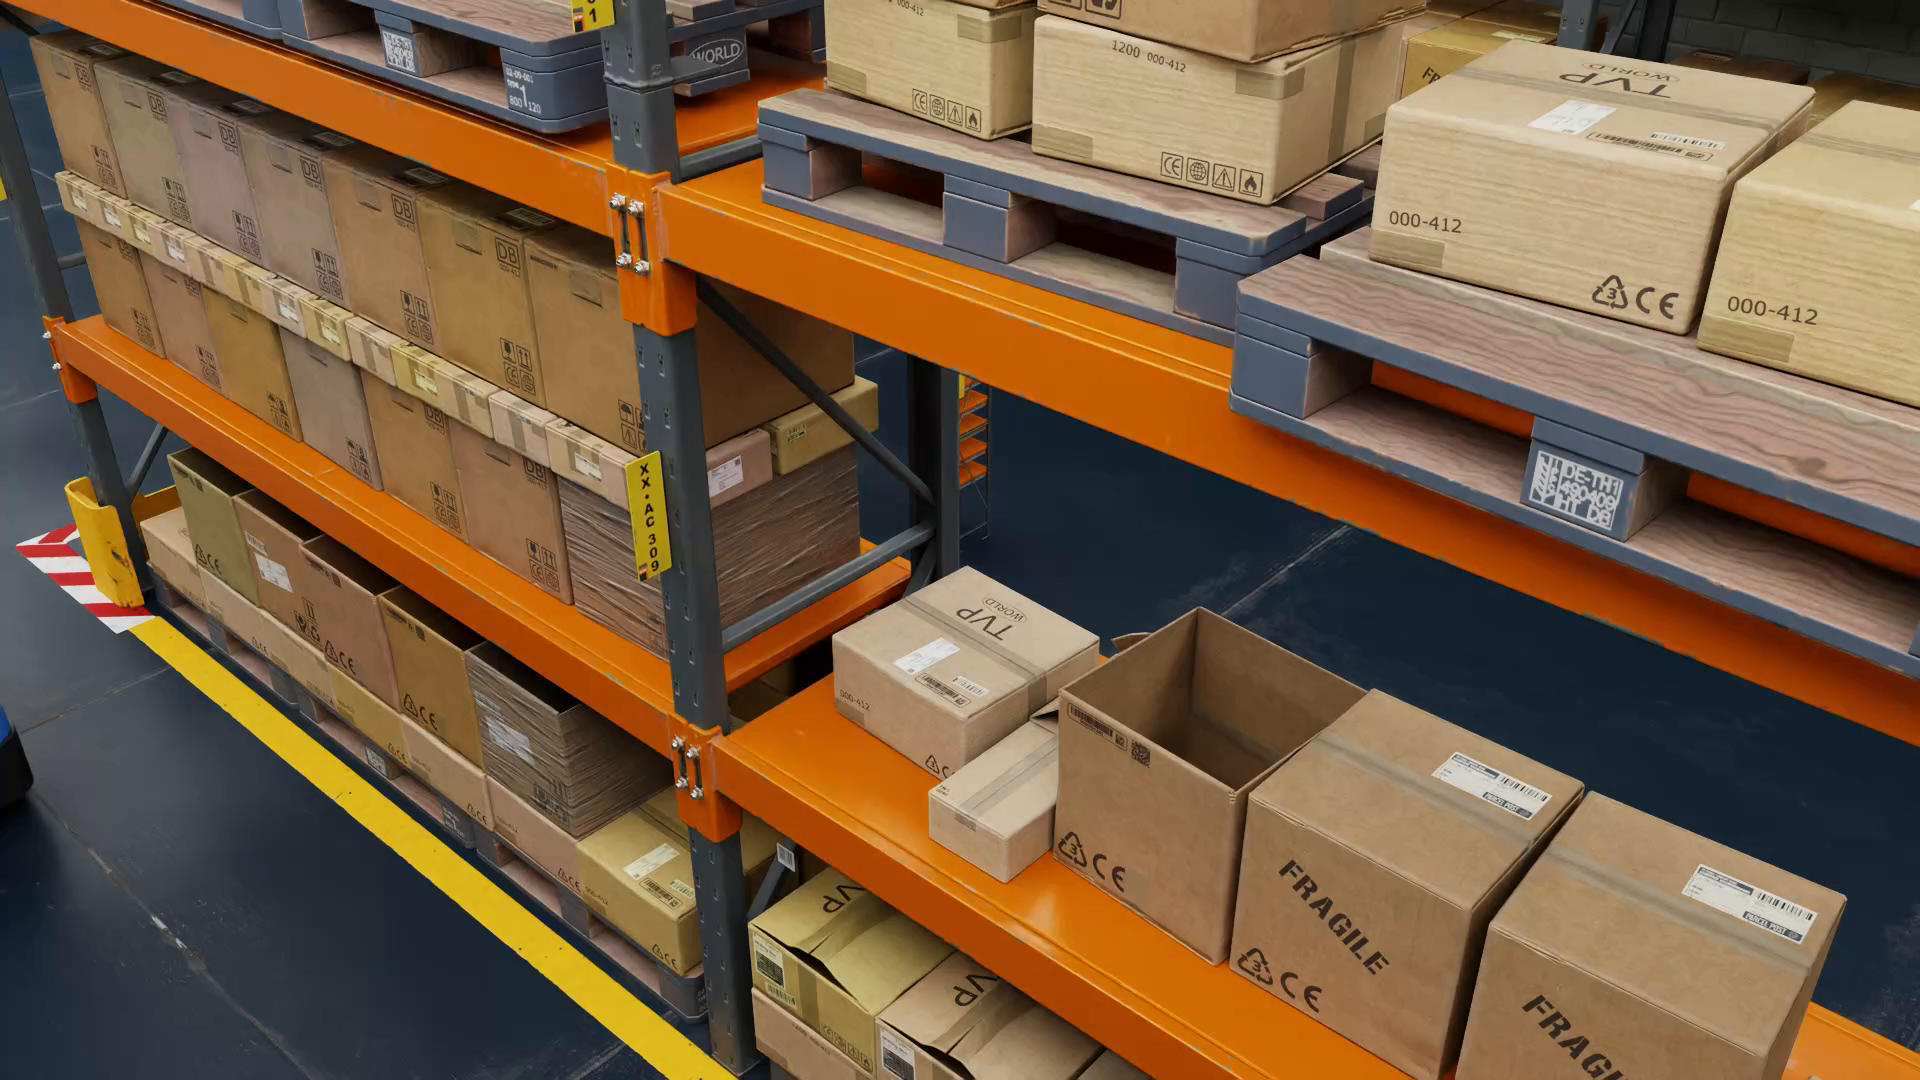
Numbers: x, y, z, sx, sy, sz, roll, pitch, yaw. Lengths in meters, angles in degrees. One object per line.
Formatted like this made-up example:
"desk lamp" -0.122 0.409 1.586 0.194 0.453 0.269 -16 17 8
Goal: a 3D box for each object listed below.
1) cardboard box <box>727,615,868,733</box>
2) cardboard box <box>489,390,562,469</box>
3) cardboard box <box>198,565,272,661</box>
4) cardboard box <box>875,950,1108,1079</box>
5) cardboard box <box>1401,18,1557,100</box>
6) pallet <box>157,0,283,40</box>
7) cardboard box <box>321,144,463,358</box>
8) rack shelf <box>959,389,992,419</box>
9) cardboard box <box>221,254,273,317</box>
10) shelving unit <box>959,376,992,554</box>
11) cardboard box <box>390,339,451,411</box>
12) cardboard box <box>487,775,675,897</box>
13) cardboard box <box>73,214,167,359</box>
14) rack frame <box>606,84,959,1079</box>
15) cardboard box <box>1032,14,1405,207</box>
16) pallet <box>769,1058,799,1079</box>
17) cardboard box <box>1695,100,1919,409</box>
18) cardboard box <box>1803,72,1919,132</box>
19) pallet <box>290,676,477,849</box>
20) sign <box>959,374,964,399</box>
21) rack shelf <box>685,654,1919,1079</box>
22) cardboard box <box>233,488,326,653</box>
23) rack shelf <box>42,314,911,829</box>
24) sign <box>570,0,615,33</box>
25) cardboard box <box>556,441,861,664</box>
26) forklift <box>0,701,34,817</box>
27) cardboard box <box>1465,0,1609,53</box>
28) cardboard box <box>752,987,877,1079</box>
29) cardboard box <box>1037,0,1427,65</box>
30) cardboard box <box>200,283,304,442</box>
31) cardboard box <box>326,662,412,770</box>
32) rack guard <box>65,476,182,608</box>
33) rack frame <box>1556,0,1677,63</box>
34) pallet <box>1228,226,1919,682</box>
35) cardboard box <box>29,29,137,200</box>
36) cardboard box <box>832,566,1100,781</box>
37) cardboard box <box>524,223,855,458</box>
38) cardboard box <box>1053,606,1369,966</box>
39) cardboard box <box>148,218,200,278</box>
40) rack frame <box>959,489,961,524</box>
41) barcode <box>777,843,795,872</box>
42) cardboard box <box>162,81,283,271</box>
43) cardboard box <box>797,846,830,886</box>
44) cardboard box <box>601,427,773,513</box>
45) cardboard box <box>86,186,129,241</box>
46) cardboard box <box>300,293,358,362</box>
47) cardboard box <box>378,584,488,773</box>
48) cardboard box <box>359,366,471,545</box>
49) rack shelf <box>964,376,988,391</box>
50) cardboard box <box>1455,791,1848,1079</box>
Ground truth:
"cardboard box" -0.513 0.534 5.487 0.500 0.500 0.500 25 39 35
"cardboard box" -1.103 -0.372 4.733 0.250 0.149 0.380 24 38 34
"cardboard box" -2.724 0.193 6.780 0.500 0.250 0.500 25 39 35
"cardboard box" 0.127 1.309 4.383 0.500 0.311 0.500 25 39 35
"cardboard box" 2.384 -2.069 7.678 0.500 0.500 0.500 25 39 35
"pallet" -1.930 -1.818 5.038 1.213 0.211 1.003 25 39 35
"cardboard box" -1.459 -0.961 5.083 0.500 0.500 0.700 25 39 35
"rack shelf" -0.011 -0.584 7.410 0.180 0.103 0.258 25 39 35
"cardboard box" -2.243 -0.905 5.619 0.250 0.149 0.380 24 39 35
"shelving unit" -0.011 -0.519 7.449 0.189 1.200 0.258 25 39 35
"cardboard box" -1.478 -0.549 5.027 0.250 0.149 0.380 25 39 35
"cardboard box" -1.234 0.882 5.636 0.500 0.250 0.500 25 39 35
"cardboard box" -3.008 -1.124 6.611 0.500 0.500 0.700 25 39 35
"rack frame" -0.380 0.137 4.614 0.127 3.000 1.000 25 39 35
"cardboard box" 0.480 -0.858 3.096 0.500 0.250 0.500 21 37 31
"pallet" 0.193 1.572 4.934 1.213 0.211 1.003 25 39 35
"cardboard box" 1.395 -0.392 2.322 0.500 0.250 0.500 24 39 34
"cardboard box" 3.706 -1.604 6.983 0.700 0.500 0.500 -25 39 -35
"pallet" -1.850 0.618 6.518 1.213 0.211 1.003 25 39 35
"sign" -0.023 -0.536 4.686 0.005 0.325 0.100 25 39 35
"rack shelf" 1.103 1.138 3.650 4.000 0.370 1.077 25 39 35
"cardboard box" -2.346 0.041 6.306 0.500 0.500 0.500 25 39 35
"rack shelf" -1.863 -0.247 5.949 4.000 0.370 1.077 25 39 35
"sign" -0.751 -1.191 3.333 0.005 0.325 0.100 25 39 35
"cardboard box" -0.713 -0.057 4.839 0.500 0.500 0.700 24 38 34
"forklift" -4.616 0.217 4.547 1.130 2.935 3.031 18 35 27
"cardboard box" 2.733 -2.267 8.006 0.500 0.500 0.500 24 38 34
"cardboard box" -0.247 1.370 4.825 0.500 0.250 0.500 24 38 34
"cardboard box" 0.489 -1.168 2.885 0.500 0.500 0.500 -25 39 -35
"cardboard box" -2.251 -0.770 6.023 0.500 0.500 0.700 25 39 35
"cardboard box" -1.986 0.541 6.201 0.500 0.250 0.500 25 39 35
"rack guard" -3.363 -0.185 7.572 0.348 0.500 1.175 25 39 35
"rack frame" 2.942 -1.758 7.763 0.127 3.000 1.000 25 39 35
"pallet" 1.192 -0.269 2.564 1.213 0.211 1.003 27 40 37
"cardboard box" -2.969 -1.661 6.246 0.500 0.500 0.700 25 39 35
"cardboard box" 0.015 0.355 4.397 0.500 0.250 0.500 -27 40 -37
"cardboard box" -0.713 -0.613 4.504 0.500 0.500 0.700 25 39 35
"cardboard box" 0.569 0.549 3.833 0.500 0.500 0.500 -26 40 -36
"cardboard box" -2.632 -1.084 5.917 0.250 0.149 0.380 24 39 34
"rack frame" -0.079 -0.551 7.501 0.006 1.200 0.240 25 39 35
"barcode" -0.470 0.856 4.486 0.075 0.075 0.001 25 39 35
"cardboard box" -2.201 -1.307 5.658 0.500 0.500 0.700 25 39 35
"cardboard box" -0.520 0.859 5.674 0.500 0.250 0.500 25 39 35
"cardboard box" -0.725 -0.196 4.441 0.250 0.149 0.380 25 39 35
"cardboard box" -3.001 -1.259 6.208 0.250 0.149 0.380 24 38 34
"cardboard box" -1.864 -0.727 5.323 0.250 0.149 0.380 27 40 37
"cardboard box" -1.606 0.388 5.729 0.500 0.500 0.500 25 39 35
"cardboard box" -1.478 -0.412 5.429 0.500 0.500 0.700 26 39 36
"rack shelf" -0.011 -0.687 7.348 0.180 0.103 0.258 25 39 35
"cardboard box" 1.331 0.904 3.243 0.500 0.500 0.500 23 38 33
